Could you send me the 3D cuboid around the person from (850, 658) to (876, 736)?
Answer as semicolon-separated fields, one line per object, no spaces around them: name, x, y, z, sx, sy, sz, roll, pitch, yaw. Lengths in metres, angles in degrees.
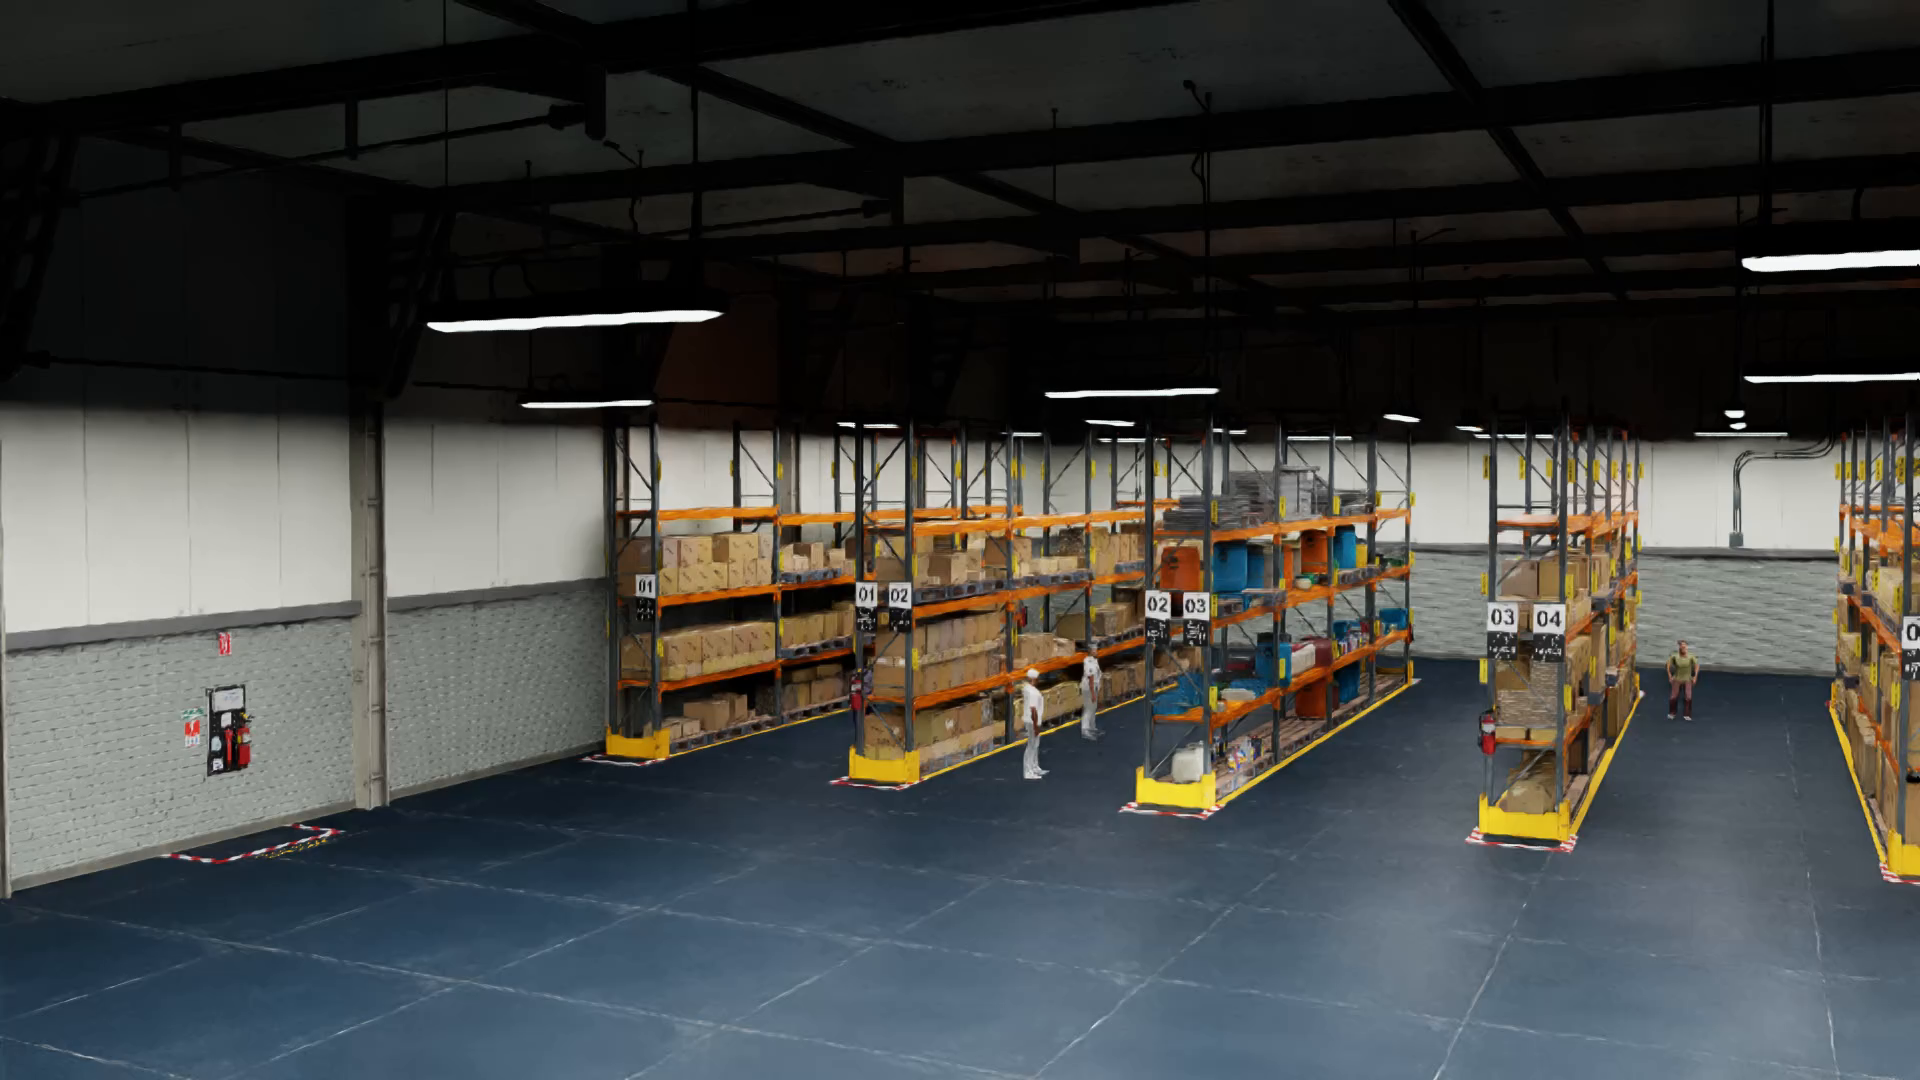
person;-1.763;2.921;29.714;0.523;1.650;0.470;-2;3;-34

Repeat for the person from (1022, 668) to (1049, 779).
person;1.233;2.964;26.996;0.453;1.768;0.632;0;2;-3

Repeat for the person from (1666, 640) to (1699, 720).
person;14.476;2.798;33.328;0.598;1.618;0.507;1;3;23

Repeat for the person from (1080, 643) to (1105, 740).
person;2.485;2.803;31.023;0.492;1.767;0.626;0;2;1
